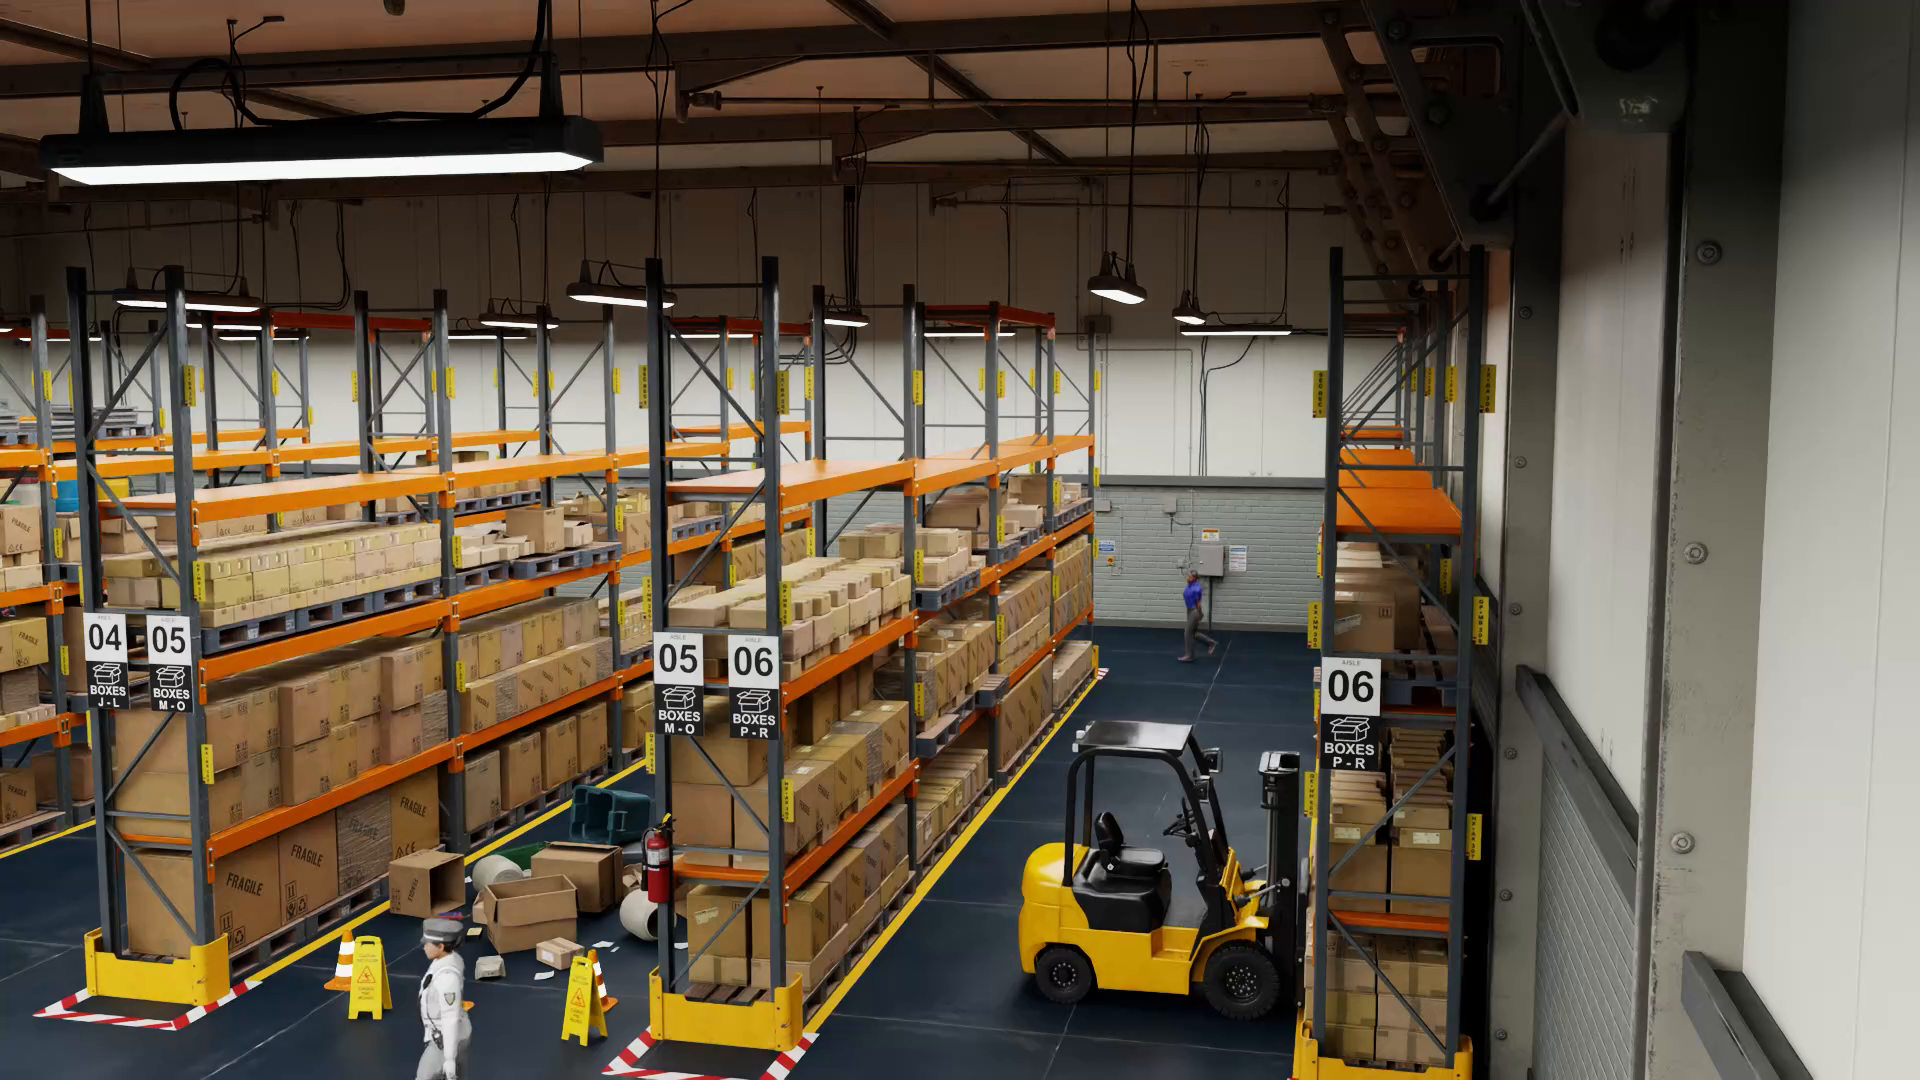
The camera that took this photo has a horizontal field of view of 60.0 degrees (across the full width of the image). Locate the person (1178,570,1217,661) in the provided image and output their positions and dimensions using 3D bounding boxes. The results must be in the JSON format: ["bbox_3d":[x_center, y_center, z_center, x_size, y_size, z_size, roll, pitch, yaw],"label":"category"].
[{"bbox_3d":[4.255,1.335,29.750,0.758,1.628,0.439,-1,6,-6],"label":"person"}]

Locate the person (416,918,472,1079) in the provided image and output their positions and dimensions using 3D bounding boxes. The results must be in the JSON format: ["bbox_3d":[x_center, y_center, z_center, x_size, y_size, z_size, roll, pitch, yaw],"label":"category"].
[{"bbox_3d":[-3.299,3.259,10.801,0.842,1.644,0.518,-1,6,-10],"label":"person"}]
